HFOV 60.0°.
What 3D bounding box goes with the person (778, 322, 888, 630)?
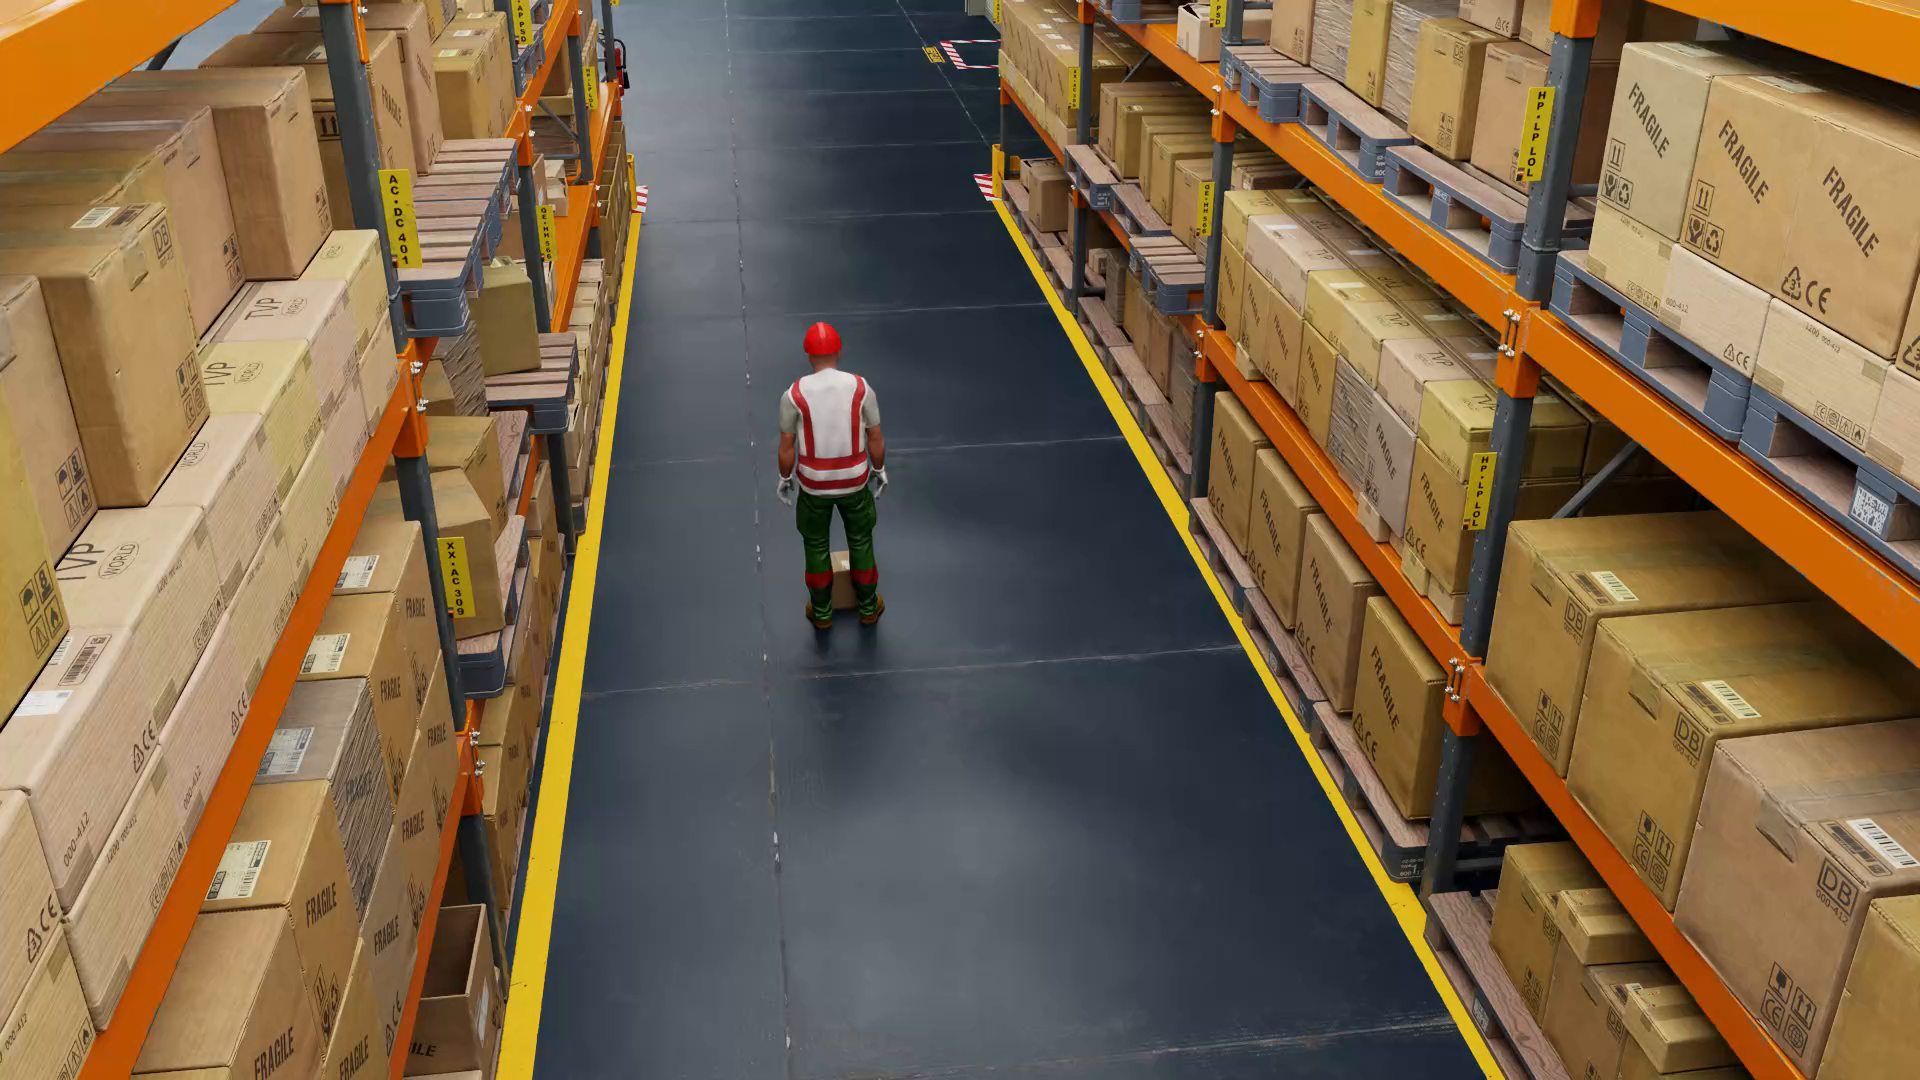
[{"bbox_3d":[-0.709,-0.342,9.274,0.619,1.779,0.455,-4,27,-8],"label":"person"}]
